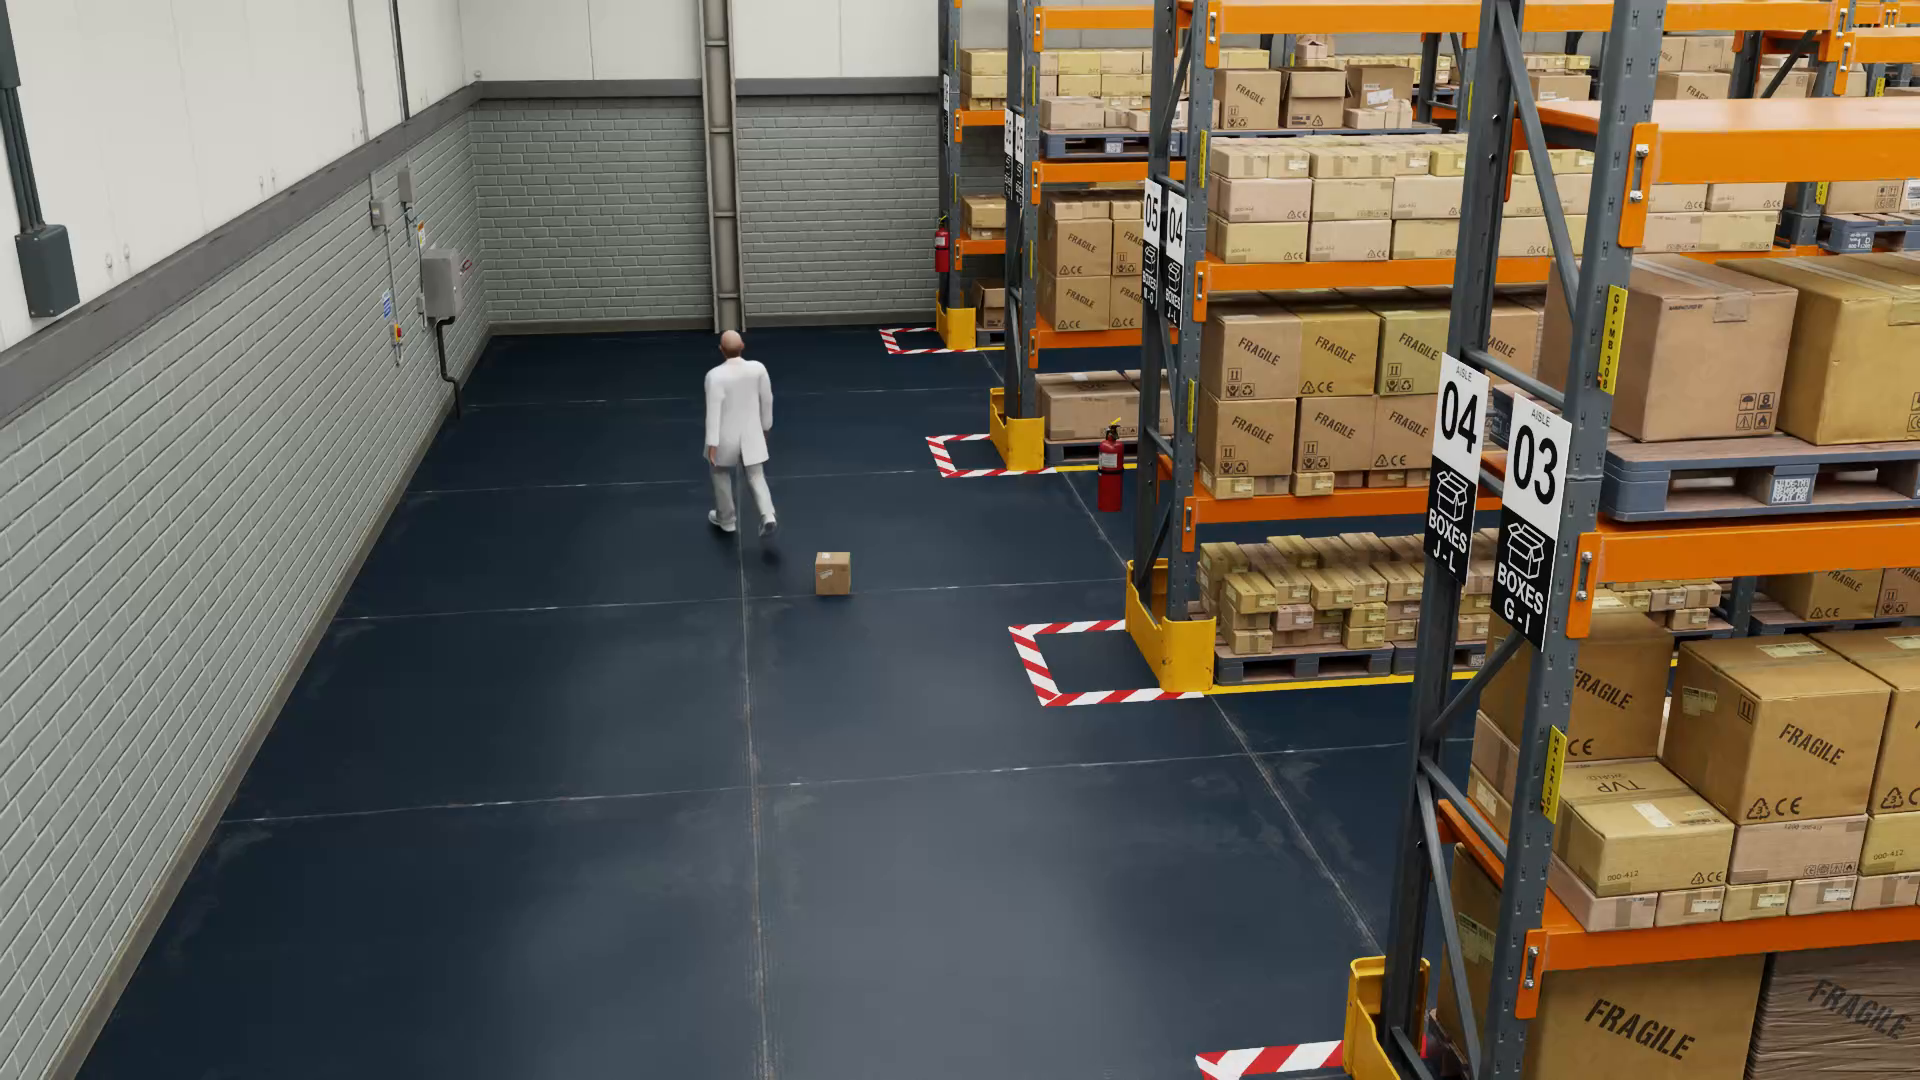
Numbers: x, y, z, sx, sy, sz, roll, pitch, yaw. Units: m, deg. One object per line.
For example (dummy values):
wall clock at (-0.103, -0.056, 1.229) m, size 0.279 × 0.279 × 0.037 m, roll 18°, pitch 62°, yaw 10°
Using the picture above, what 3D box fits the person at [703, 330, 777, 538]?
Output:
person at (-1.783, -0.848, 13.446) m, size 0.618 × 1.737 × 1.024 m, roll -9°, pitch 21°, yaw -23°
